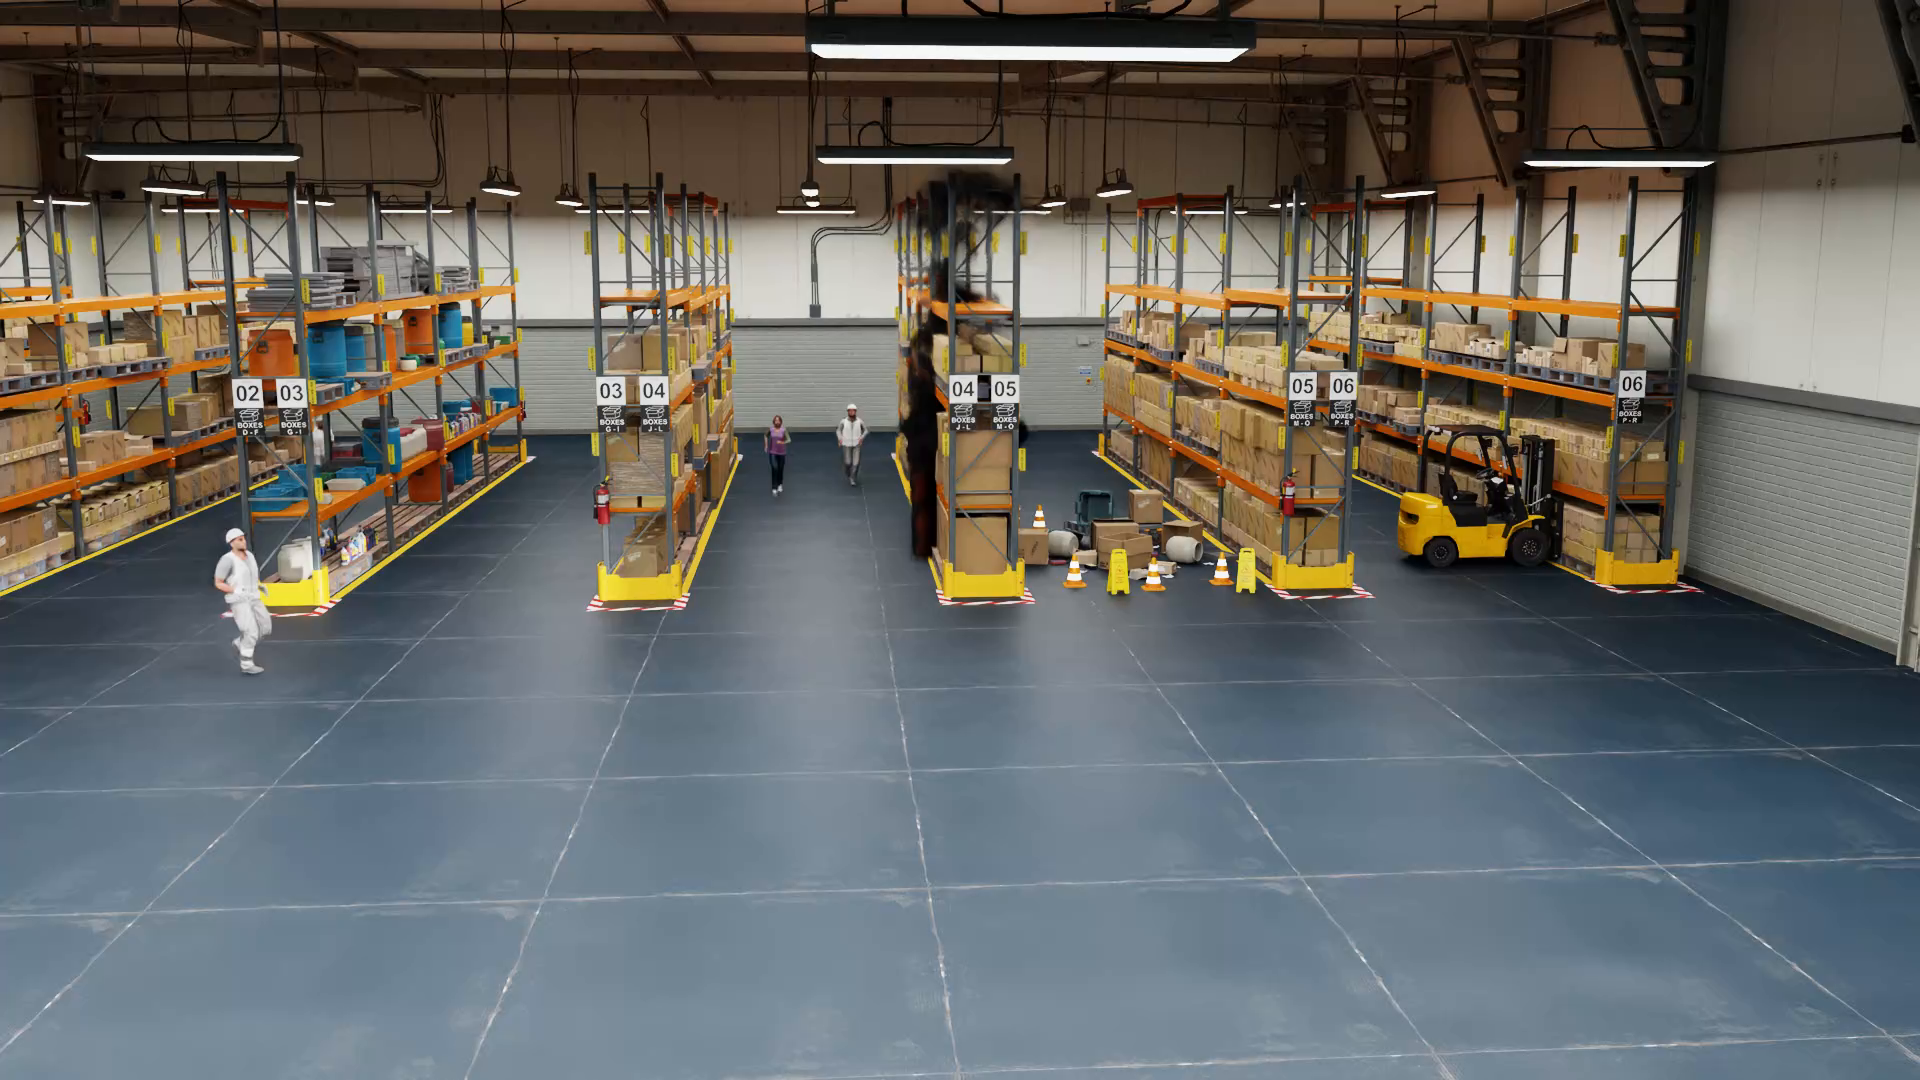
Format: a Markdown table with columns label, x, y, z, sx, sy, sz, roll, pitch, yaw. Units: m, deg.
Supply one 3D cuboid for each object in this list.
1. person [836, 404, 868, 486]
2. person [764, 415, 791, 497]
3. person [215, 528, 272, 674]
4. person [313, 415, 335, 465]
| label | x | y | z | sx | sy | sz | roll | pitch | yaw |
| --- | --- | --- | --- | --- | --- | --- | --- | --- | --- |
| person | -2.277 | -2.014 | 35.208 | 0.673 | 1.726 | 0.573 | -1 | 10 | -5 |
| person | -3.703 | -1.734 | 33.798 | 0.531 | 1.616 | 0.772 | -1 | 10 | -8 |
| person | -8.450 | 0.719 | 19.621 | 0.615 | 1.738 | 0.652 | 4 | 11 | 20 |
| person | -12.975 | -1.727 | 33.764 | 0.558 | 1.646 | 0.589 | -3 | 10 | -17 |
